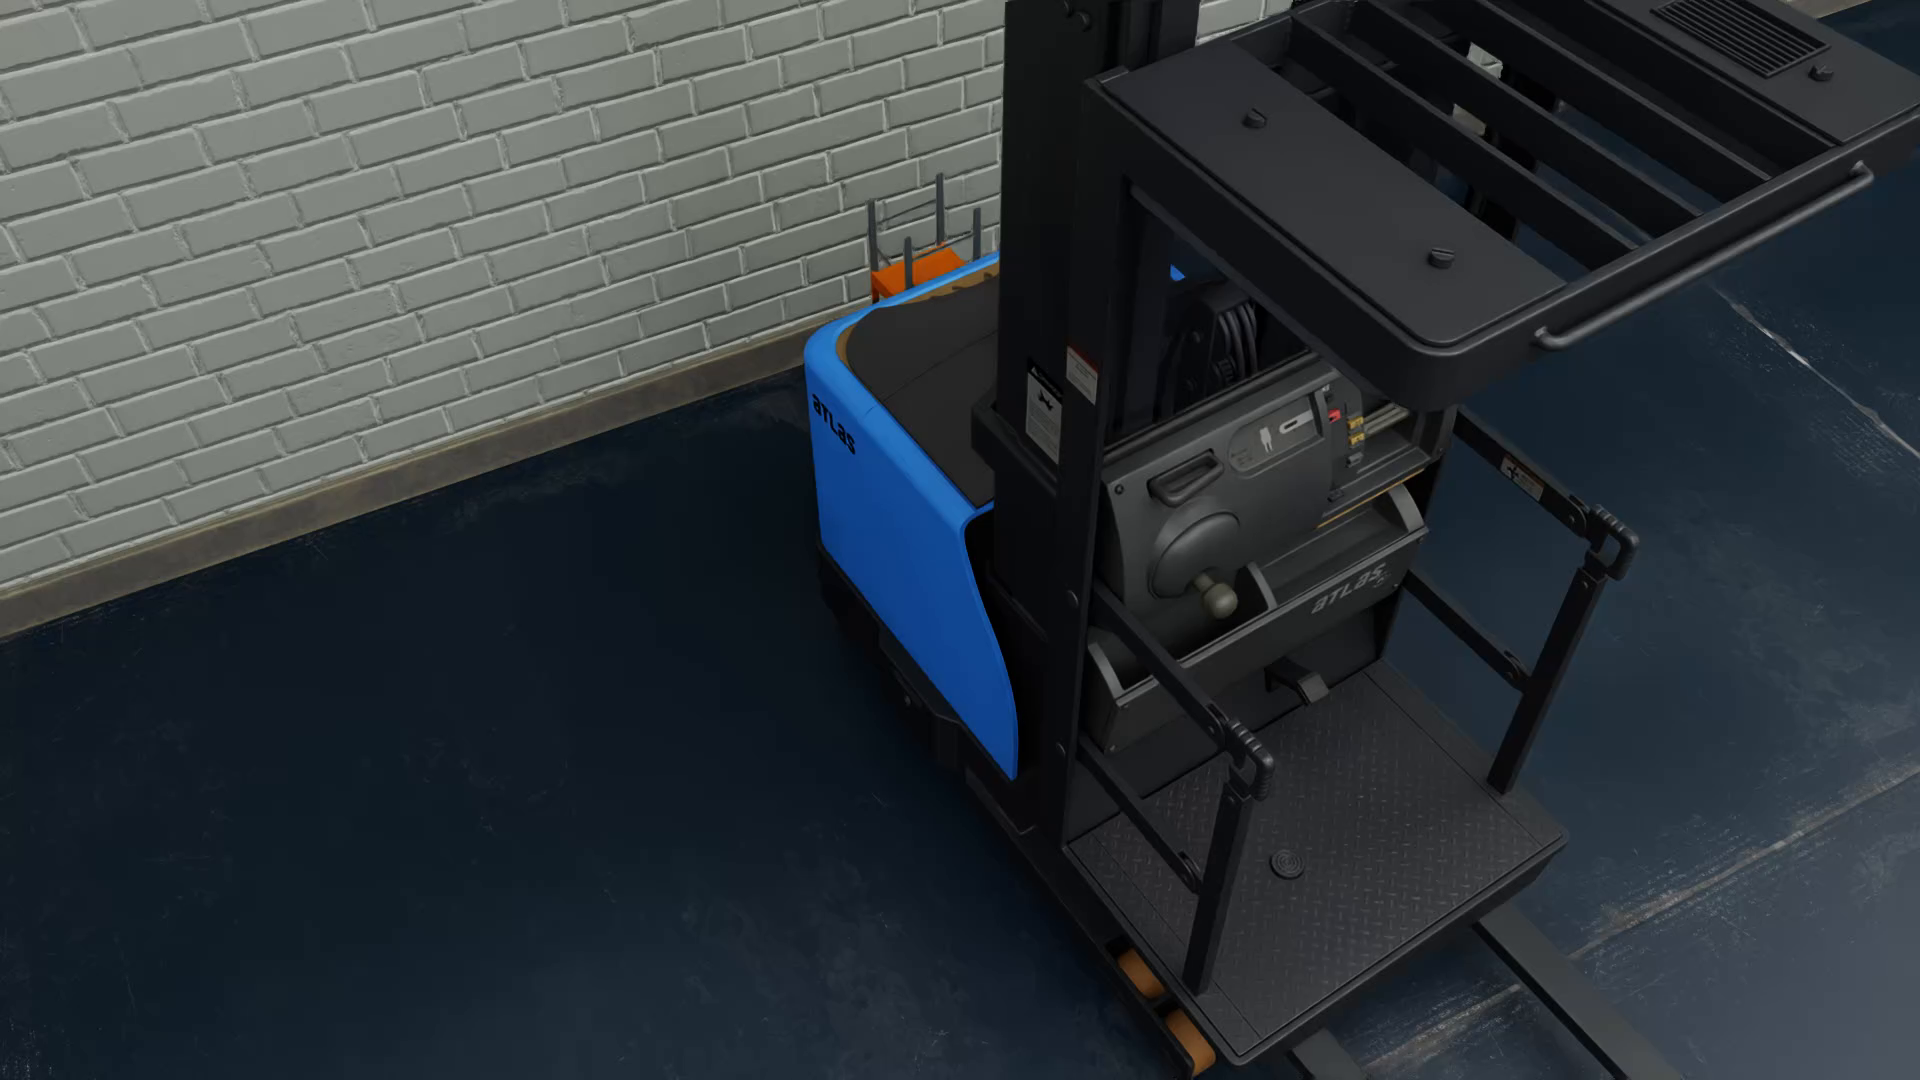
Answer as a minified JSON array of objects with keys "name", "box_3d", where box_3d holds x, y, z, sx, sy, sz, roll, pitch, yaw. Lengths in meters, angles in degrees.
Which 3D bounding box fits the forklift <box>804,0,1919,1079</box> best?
[{"name":"forklift","box_3d":[0.810,-0.065,3.360,1.130,2.935,3.031,-27,54,-21]}]

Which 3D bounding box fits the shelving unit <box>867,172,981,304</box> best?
[{"name":"shelving unit","box_3d":[-0.096,-0.499,4.890,0.258,1.200,0.189,-27,54,-21]}]

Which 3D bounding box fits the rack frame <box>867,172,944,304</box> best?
[{"name":"rack frame","box_3d":[-0.146,-0.557,4.940,0.240,1.200,0.006,-27,54,-21]}]

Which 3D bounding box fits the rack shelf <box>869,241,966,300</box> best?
[{"name":"rack shelf","box_3d":[-0.096,-0.707,4.652,0.258,0.103,0.180,-27,54,-21]}]

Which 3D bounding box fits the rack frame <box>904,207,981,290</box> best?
[{"name":"rack frame","box_3d":[-0.045,-0.442,4.839,0.240,1.200,0.006,-27,54,-21]}]
